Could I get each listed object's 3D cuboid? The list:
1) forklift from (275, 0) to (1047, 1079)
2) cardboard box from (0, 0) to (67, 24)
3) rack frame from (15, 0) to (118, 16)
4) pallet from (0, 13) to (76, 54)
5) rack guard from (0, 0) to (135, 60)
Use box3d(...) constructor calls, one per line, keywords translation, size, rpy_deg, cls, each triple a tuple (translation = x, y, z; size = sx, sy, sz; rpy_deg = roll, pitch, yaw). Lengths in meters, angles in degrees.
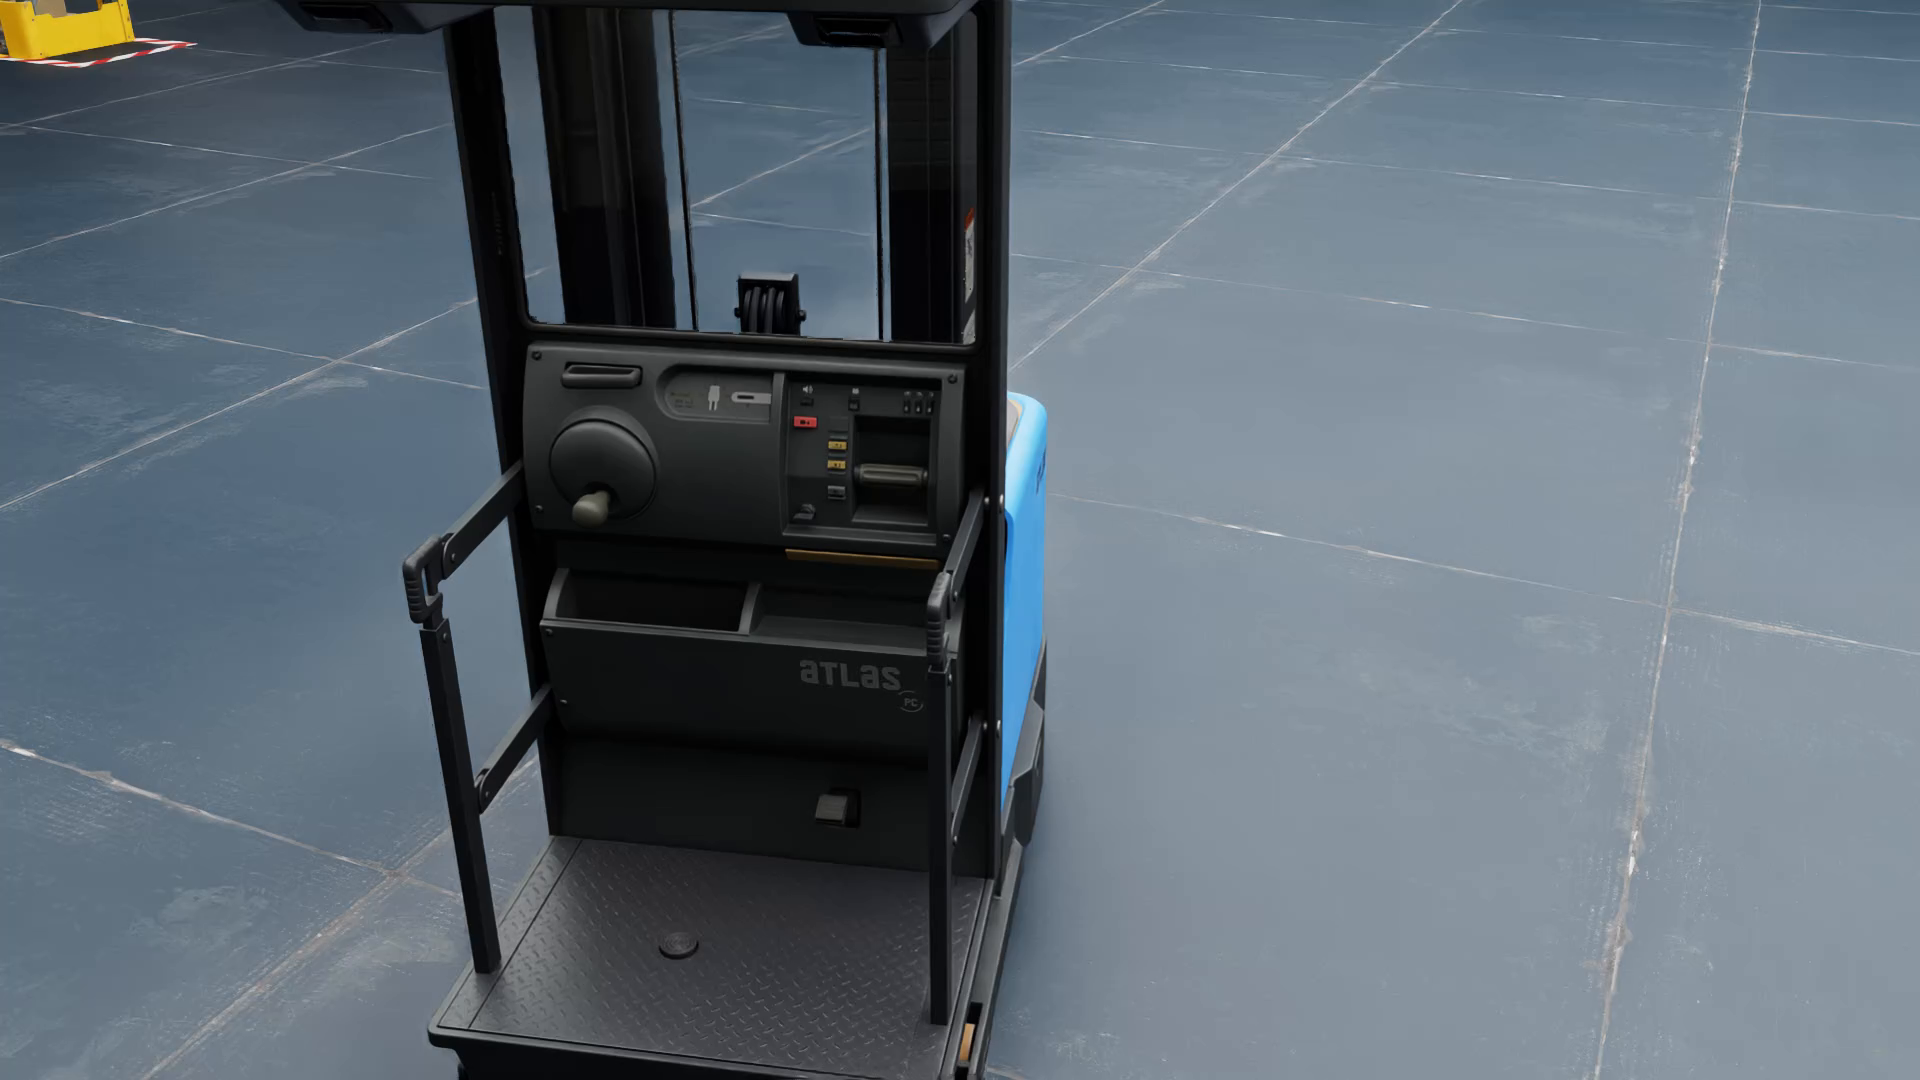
box3d(translation=(-0.486, -0.158, 3.253), size=(1.130, 2.935, 3.031), rpy_deg=(4, 27, 8), cls="forklift")
box3d(translation=(-8.825, -5.141, 15.651), size=(0.500, 0.500, 0.500), rpy_deg=(17, 31, 31), cls="cardboard box")
box3d(translation=(-8.263, -5.953, 14.946), size=(0.127, 3.000, 1.000), rpy_deg=(11, 28, 22), cls="rack frame")
box3d(translation=(-9.057, -4.879, 15.921), size=(1.213, 0.211, 1.003), rpy_deg=(11, 28, 22), cls="pallet")
box3d(translation=(-8.332, -4.846, 15.527), size=(0.348, 0.500, 1.175), rpy_deg=(11, 28, 22), cls="rack guard")
